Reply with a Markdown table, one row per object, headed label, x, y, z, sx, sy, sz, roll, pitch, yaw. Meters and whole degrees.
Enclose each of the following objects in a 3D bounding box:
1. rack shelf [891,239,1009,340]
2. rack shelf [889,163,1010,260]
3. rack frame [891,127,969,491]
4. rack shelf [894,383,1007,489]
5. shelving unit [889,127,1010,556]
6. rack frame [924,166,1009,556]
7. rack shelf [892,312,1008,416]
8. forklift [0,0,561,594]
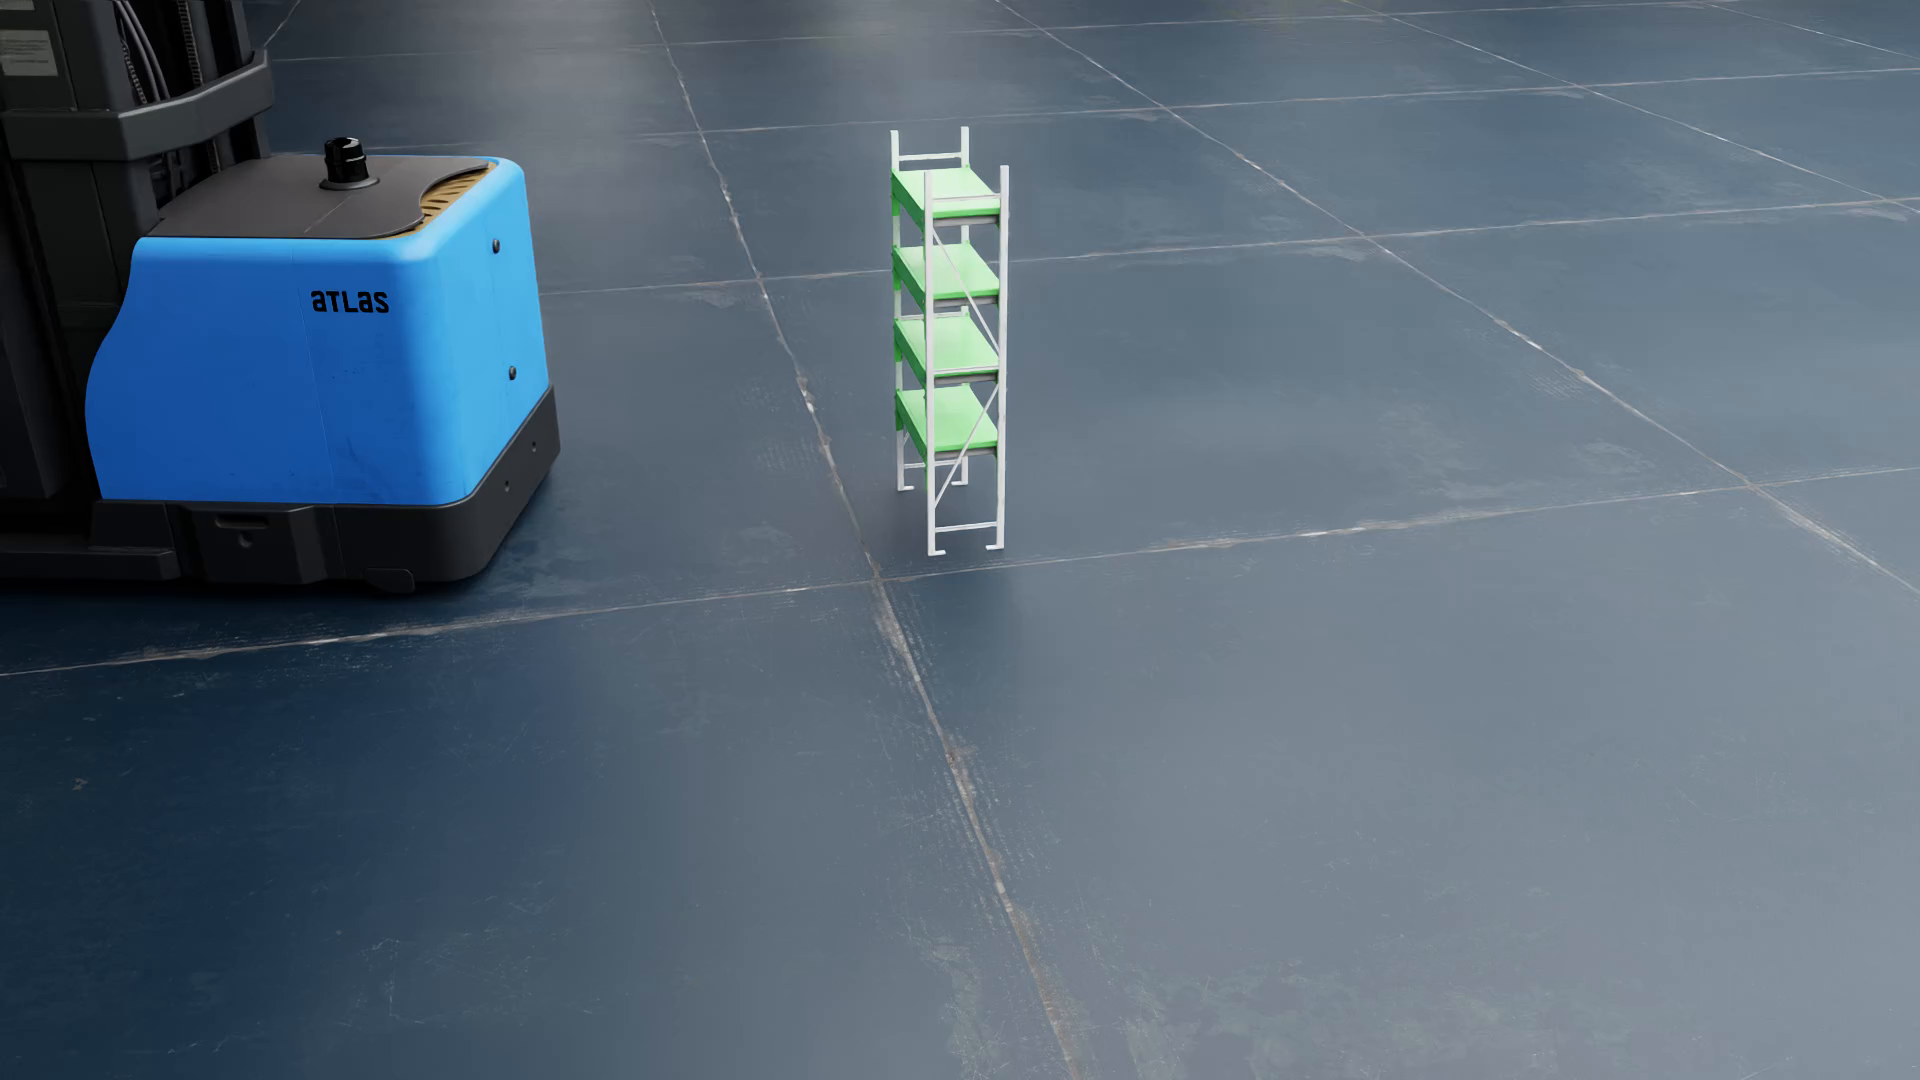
| label | x | y | z | sx | sy | sz | roll | pitch | yaw |
| --- | --- | --- | --- | --- | --- | --- | --- | --- | --- |
| rack shelf | -0.037 | -0.766 | 5.044 | 0.258 | 0.148 | 0.480 | -6 | 27 | -12 |
| rack shelf | -0.037 | -0.980 | 4.936 | 0.258 | 0.148 | 0.480 | -6 | 27 | -12 |
| rack frame | -0.092 | -0.715 | 5.336 | 0.240 | 1.200 | 0.015 | -6 | 27 | -12 |
| rack shelf | -0.037 | -0.337 | 5.261 | 0.258 | 0.148 | 0.480 | -6 | 27 | -12 |
| shelving unit | -0.037 | -0.608 | 5.124 | 0.258 | 1.200 | 0.503 | -6 | 27 | -12 |
| rack frame | 0.018 | -0.501 | 4.911 | 0.240 | 1.200 | 0.015 | -6 | 27 | -12 |
| rack shelf | -0.037 | -0.551 | 5.152 | 0.258 | 0.148 | 0.480 | -6 | 27 | -12 |
| forklift | -2.900 | -1.388 | 4.747 | 3.031 | 2.935 | 1.130 | 1 | 27 | 2 |
